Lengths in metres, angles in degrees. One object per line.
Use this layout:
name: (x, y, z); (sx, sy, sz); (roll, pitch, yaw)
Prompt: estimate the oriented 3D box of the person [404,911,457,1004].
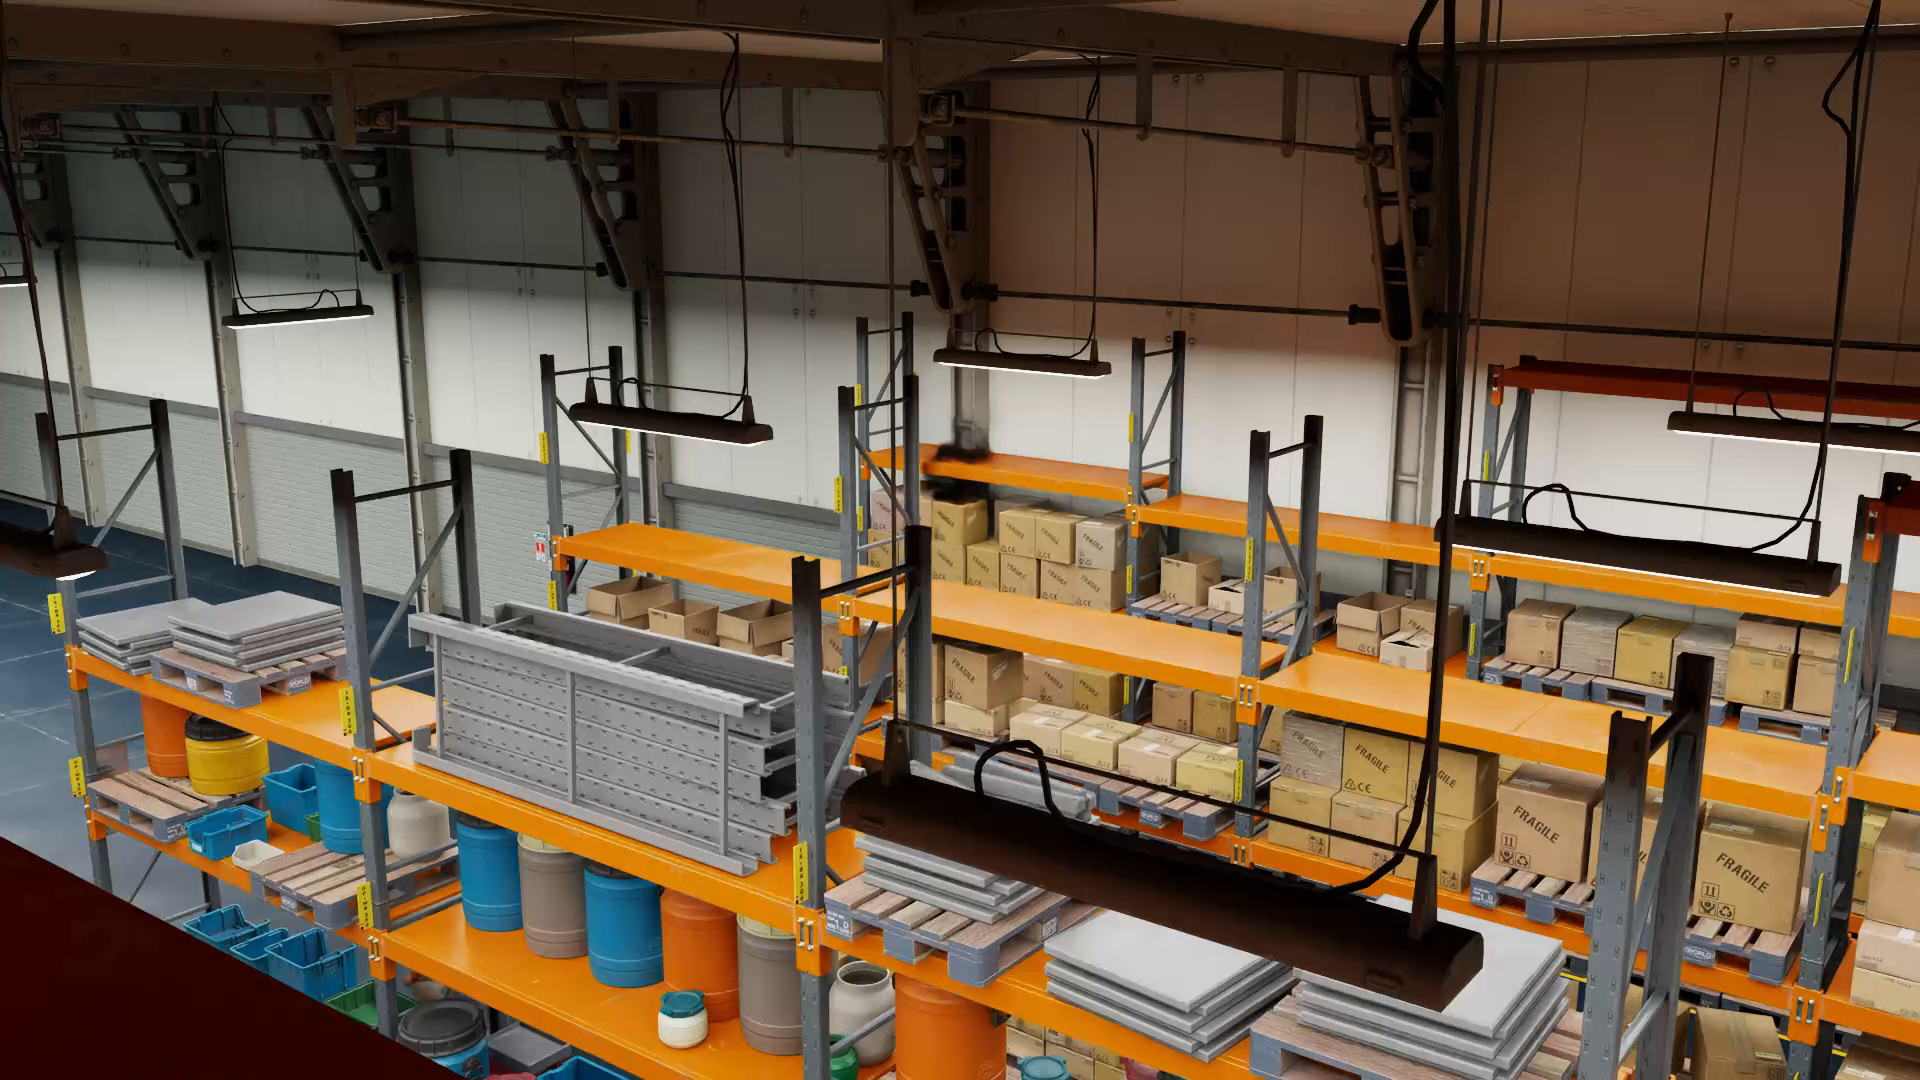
person: (-4.586, 3.920, 14.598); (0.772, 1.699, 0.660); (7, 15, 27)
